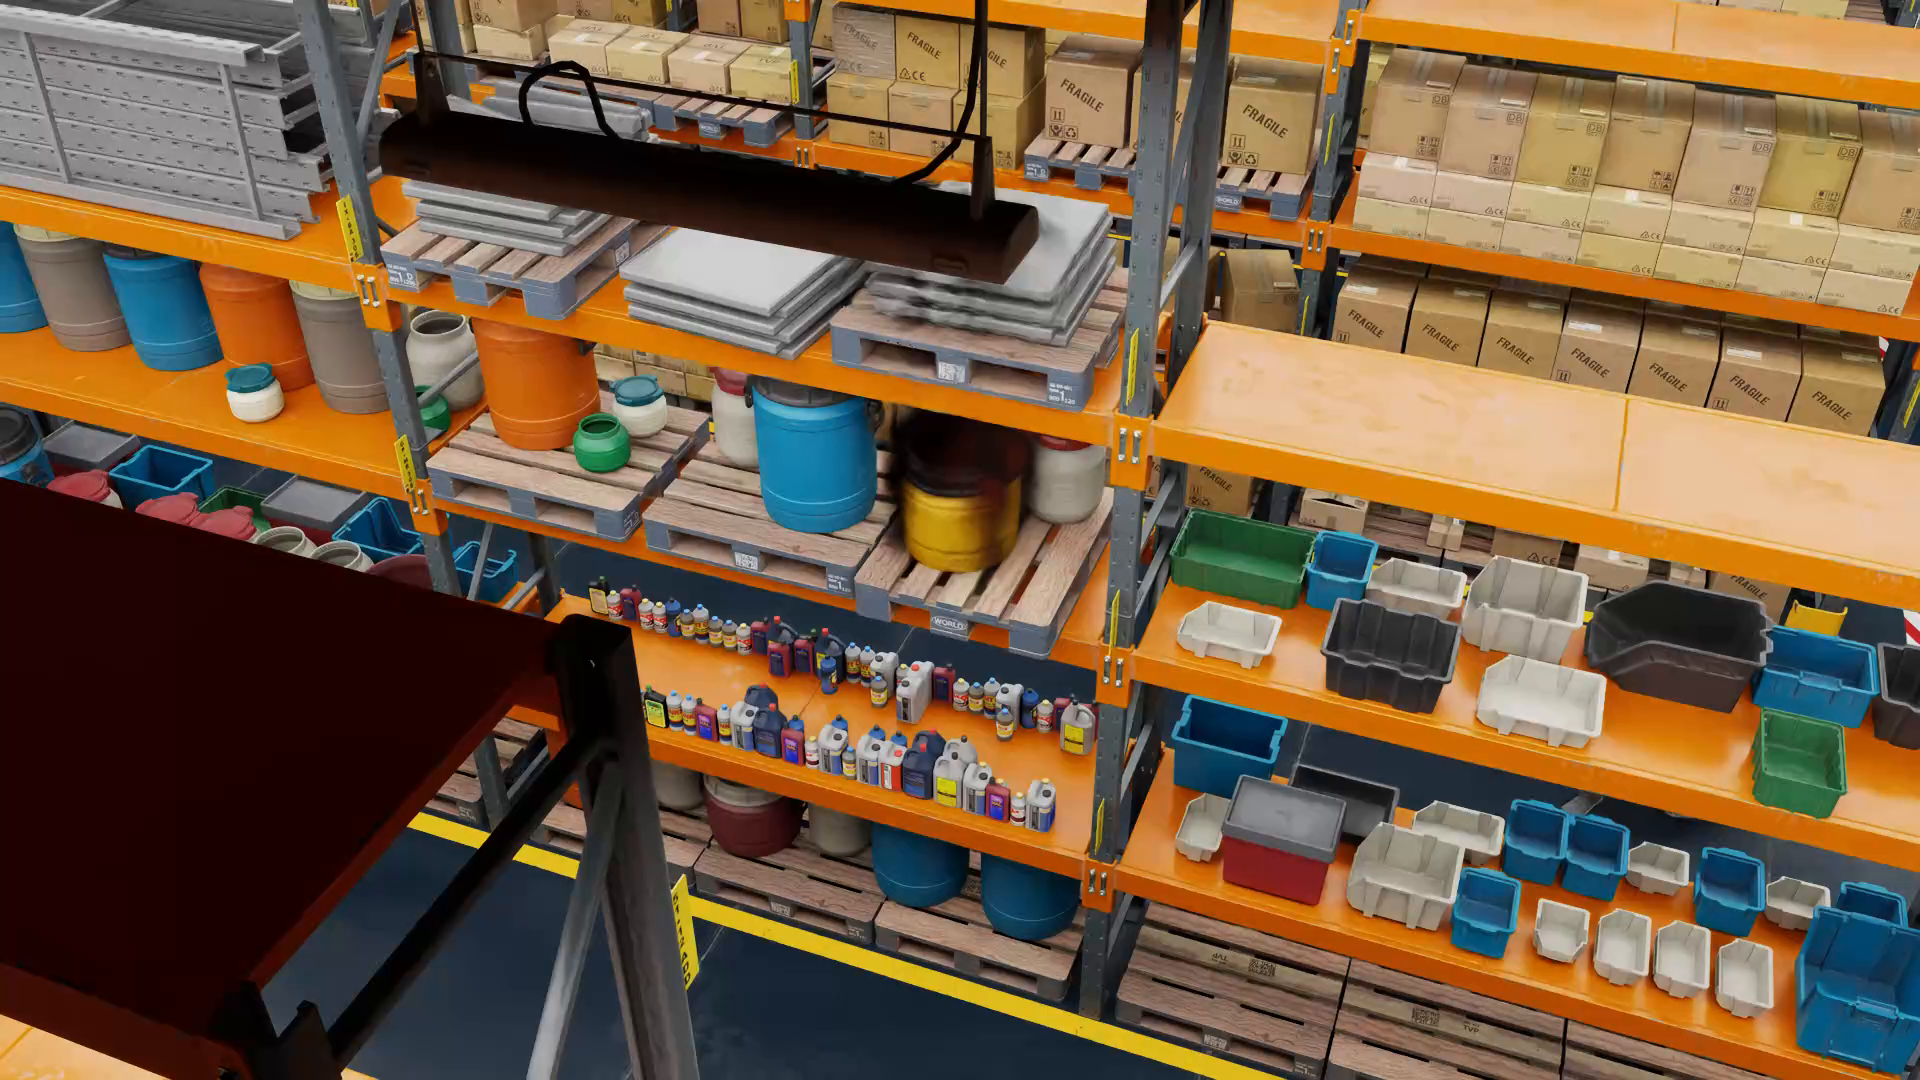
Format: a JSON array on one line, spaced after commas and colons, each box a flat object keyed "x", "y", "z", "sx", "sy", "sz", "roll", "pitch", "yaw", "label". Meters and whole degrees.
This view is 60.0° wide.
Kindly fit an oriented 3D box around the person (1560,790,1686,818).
[{"x": 4.364, "y": 1.166, "z": 10.597, "sx": 1.139, "sy": 1.522, "sz": 0.664, "roll": 1, "pitch": 37, "yaw": 1, "label": "person"}]
